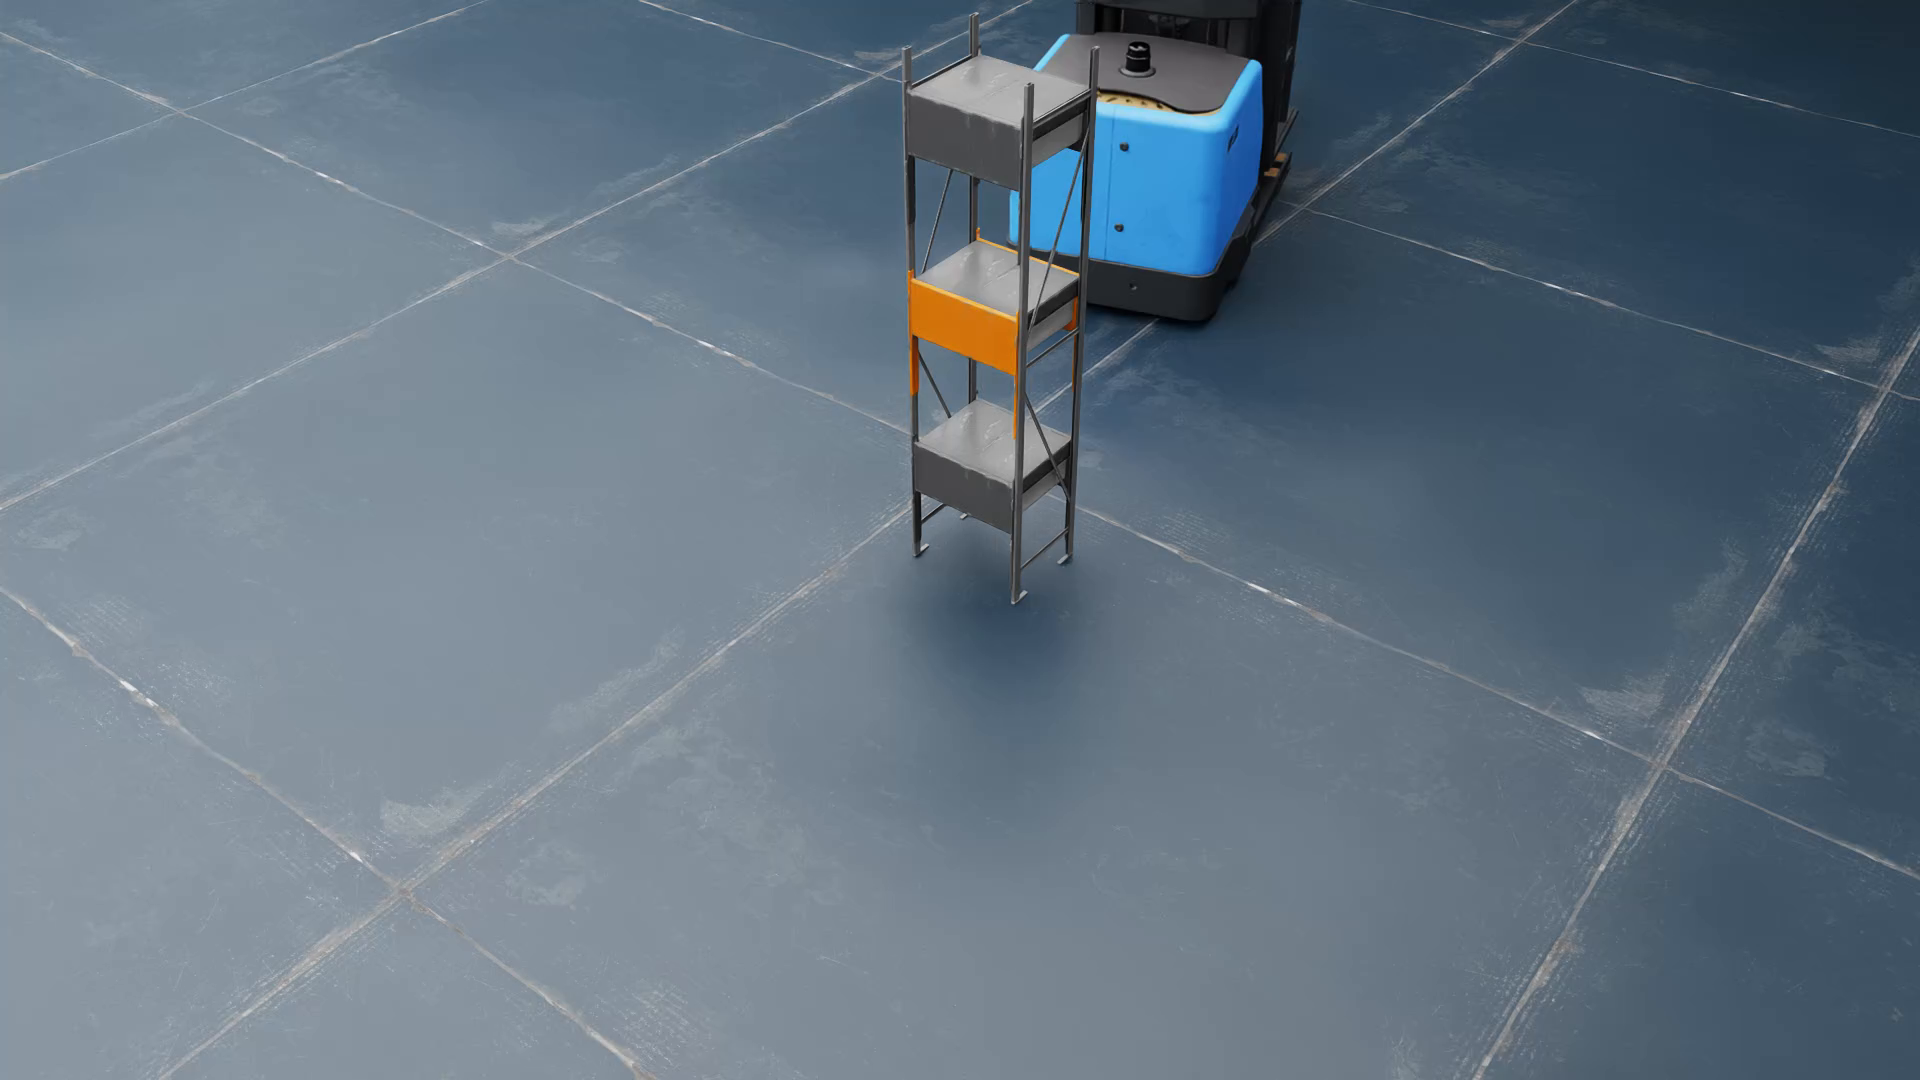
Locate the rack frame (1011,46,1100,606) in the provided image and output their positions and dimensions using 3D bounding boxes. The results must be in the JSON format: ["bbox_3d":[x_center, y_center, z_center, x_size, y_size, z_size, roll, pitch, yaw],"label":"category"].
[{"bbox_3d":[0.325,-0.673,5.907,0.015,2.100,0.400,25,45,29],"label":"rack frame"}]

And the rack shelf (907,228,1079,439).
[{"bbox_3d":[0.131,-0.754,6.032,0.480,0.518,0.431,25,45,29],"label":"rack shelf"}]

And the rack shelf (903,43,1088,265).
[{"bbox_3d":[0.131,-1.305,5.600,0.480,0.518,0.431,25,45,29],"label":"rack shelf"}]

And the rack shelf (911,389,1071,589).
[{"bbox_3d":[0.131,-0.203,6.463,0.480,0.518,0.431,25,45,29],"label":"rack shelf"}]

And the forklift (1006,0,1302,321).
[{"bbox_3d":[1.211,-3.116,8.353,1.130,2.935,3.031,13,40,16],"label":"forklift"}]

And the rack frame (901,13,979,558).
[{"bbox_3d":[-0.062,-0.856,6.140,0.015,2.100,0.400,25,45,29],"label":"rack frame"}]

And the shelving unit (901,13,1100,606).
[{"bbox_3d":[0.131,-0.765,6.024,0.503,2.100,0.431,25,45,29],"label":"shelving unit"}]
